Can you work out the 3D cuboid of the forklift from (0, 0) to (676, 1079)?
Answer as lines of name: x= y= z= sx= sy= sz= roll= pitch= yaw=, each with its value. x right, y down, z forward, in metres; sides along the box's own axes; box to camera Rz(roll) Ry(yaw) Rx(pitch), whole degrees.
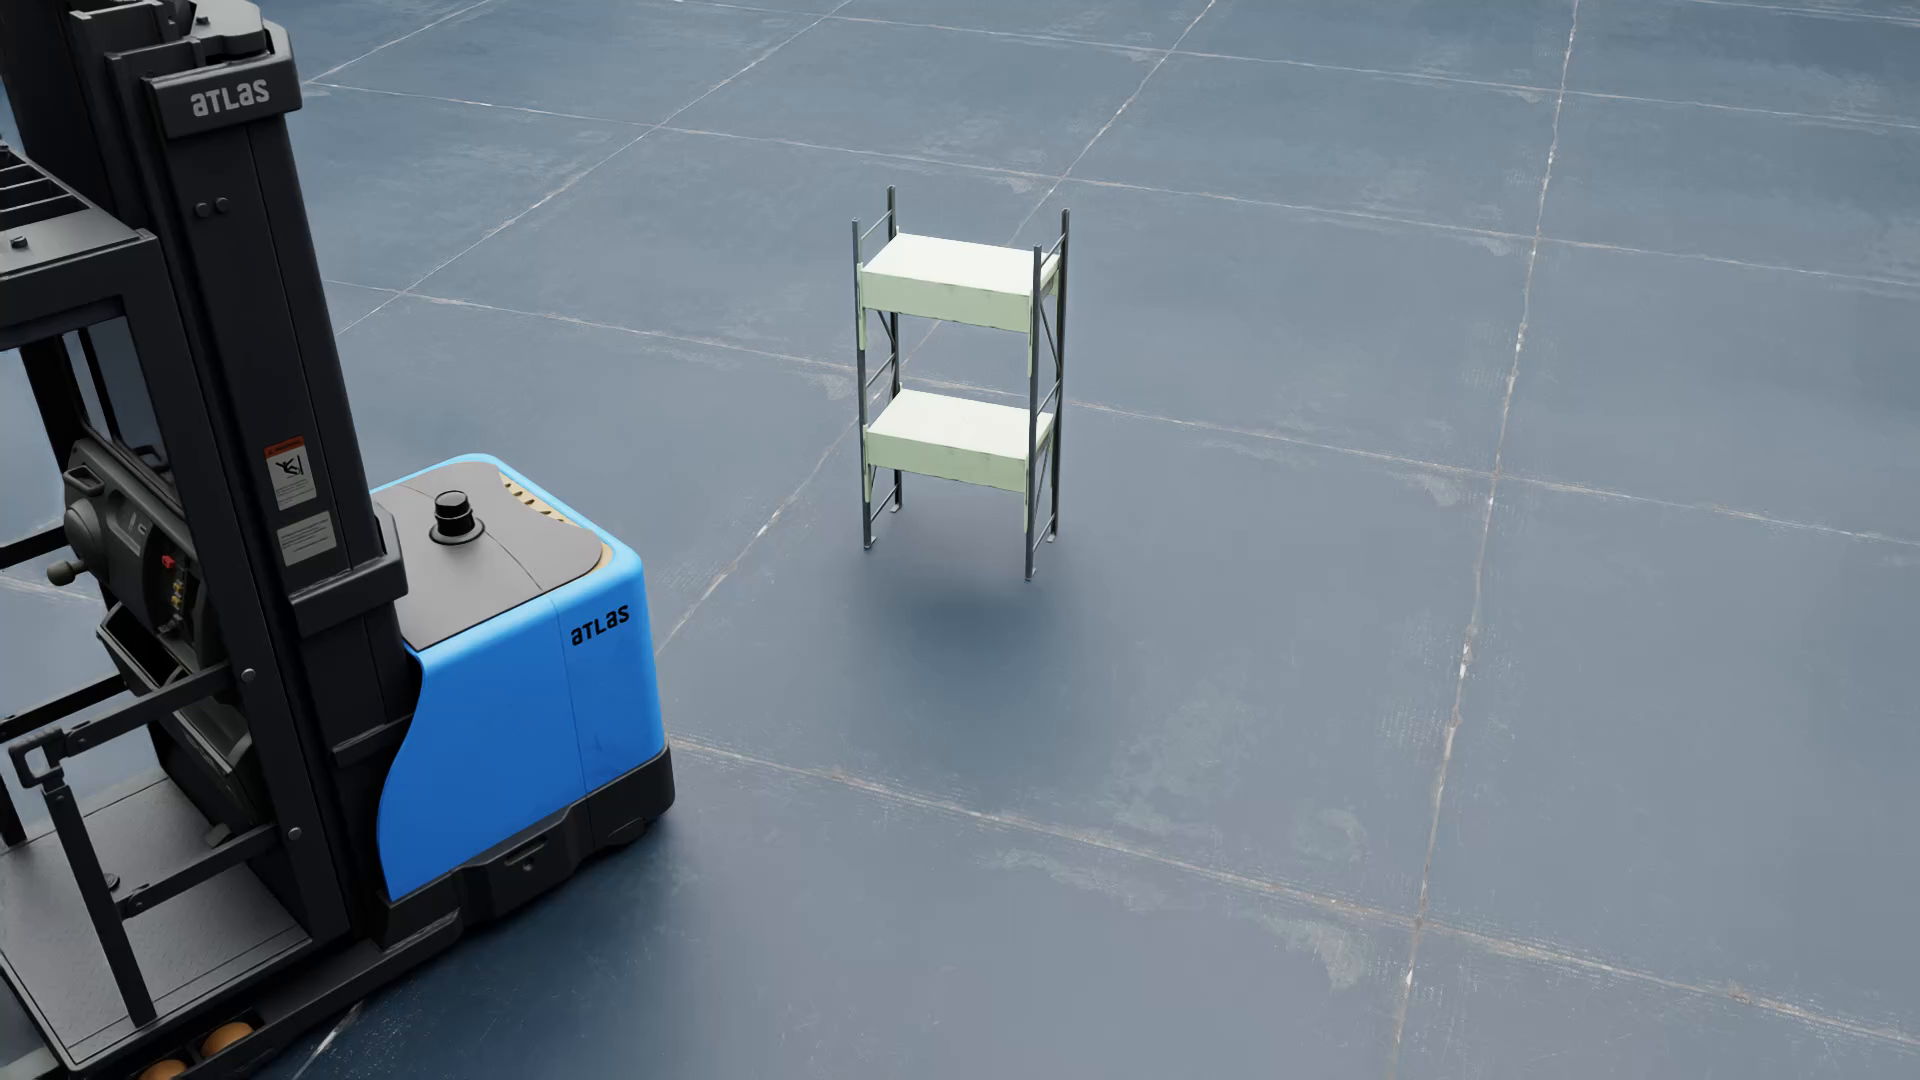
forklift: x=-2.388 y=0.092 z=4.406 sx=3.031 sy=2.935 sz=1.130 roll=-28 pitch=42 yaw=-36

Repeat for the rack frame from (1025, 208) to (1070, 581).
rack frame: x=0.351 y=-0.562 z=6.738 sx=0.023 sy=1.500 sz=0.400 roll=11 pitch=34 yaw=16

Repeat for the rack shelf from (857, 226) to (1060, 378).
rack shelf: x=0.006 y=-0.957 z=6.630 sx=0.720 sy=0.370 sz=0.431 roll=11 pitch=34 yaw=16

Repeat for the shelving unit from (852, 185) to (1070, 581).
shelving unit: x=0.006 y=-0.629 z=6.841 sx=0.755 sy=1.500 sz=0.431 roll=11 pitch=34 yaw=16

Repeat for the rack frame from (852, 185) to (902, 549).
rack frame: x=-0.338 y=-0.696 z=6.945 sx=0.023 sy=1.500 sz=0.400 roll=11 pitch=34 yaw=16

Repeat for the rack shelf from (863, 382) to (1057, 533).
rack shelf: x=0.006 y=-0.355 z=7.018 sx=0.720 sy=0.370 sz=0.431 roll=11 pitch=34 yaw=16
